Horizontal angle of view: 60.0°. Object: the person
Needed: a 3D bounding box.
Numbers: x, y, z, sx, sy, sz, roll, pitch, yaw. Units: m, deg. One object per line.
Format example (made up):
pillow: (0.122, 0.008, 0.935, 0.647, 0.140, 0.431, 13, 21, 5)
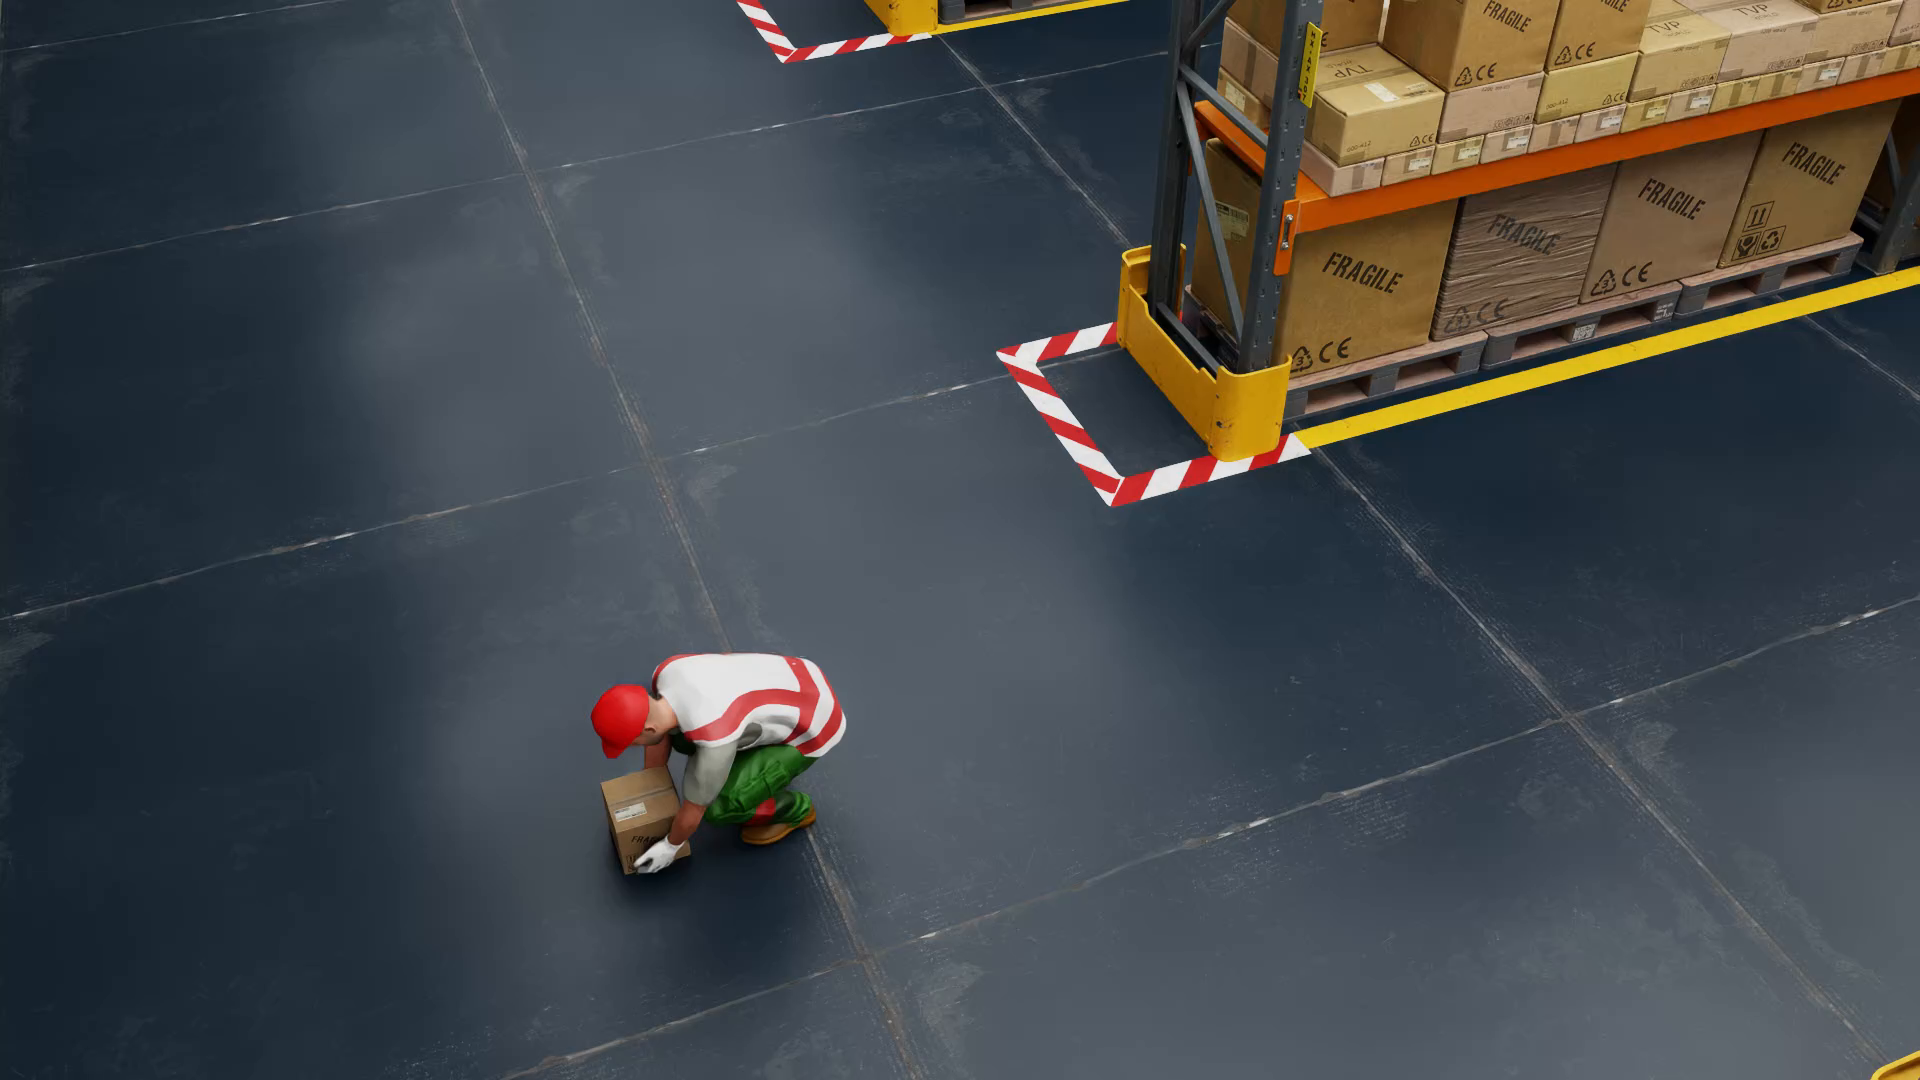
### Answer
person: (-0.853, 0.729, 6.013, 0.889, 0.874, 0.563, -15, 44, -17)
